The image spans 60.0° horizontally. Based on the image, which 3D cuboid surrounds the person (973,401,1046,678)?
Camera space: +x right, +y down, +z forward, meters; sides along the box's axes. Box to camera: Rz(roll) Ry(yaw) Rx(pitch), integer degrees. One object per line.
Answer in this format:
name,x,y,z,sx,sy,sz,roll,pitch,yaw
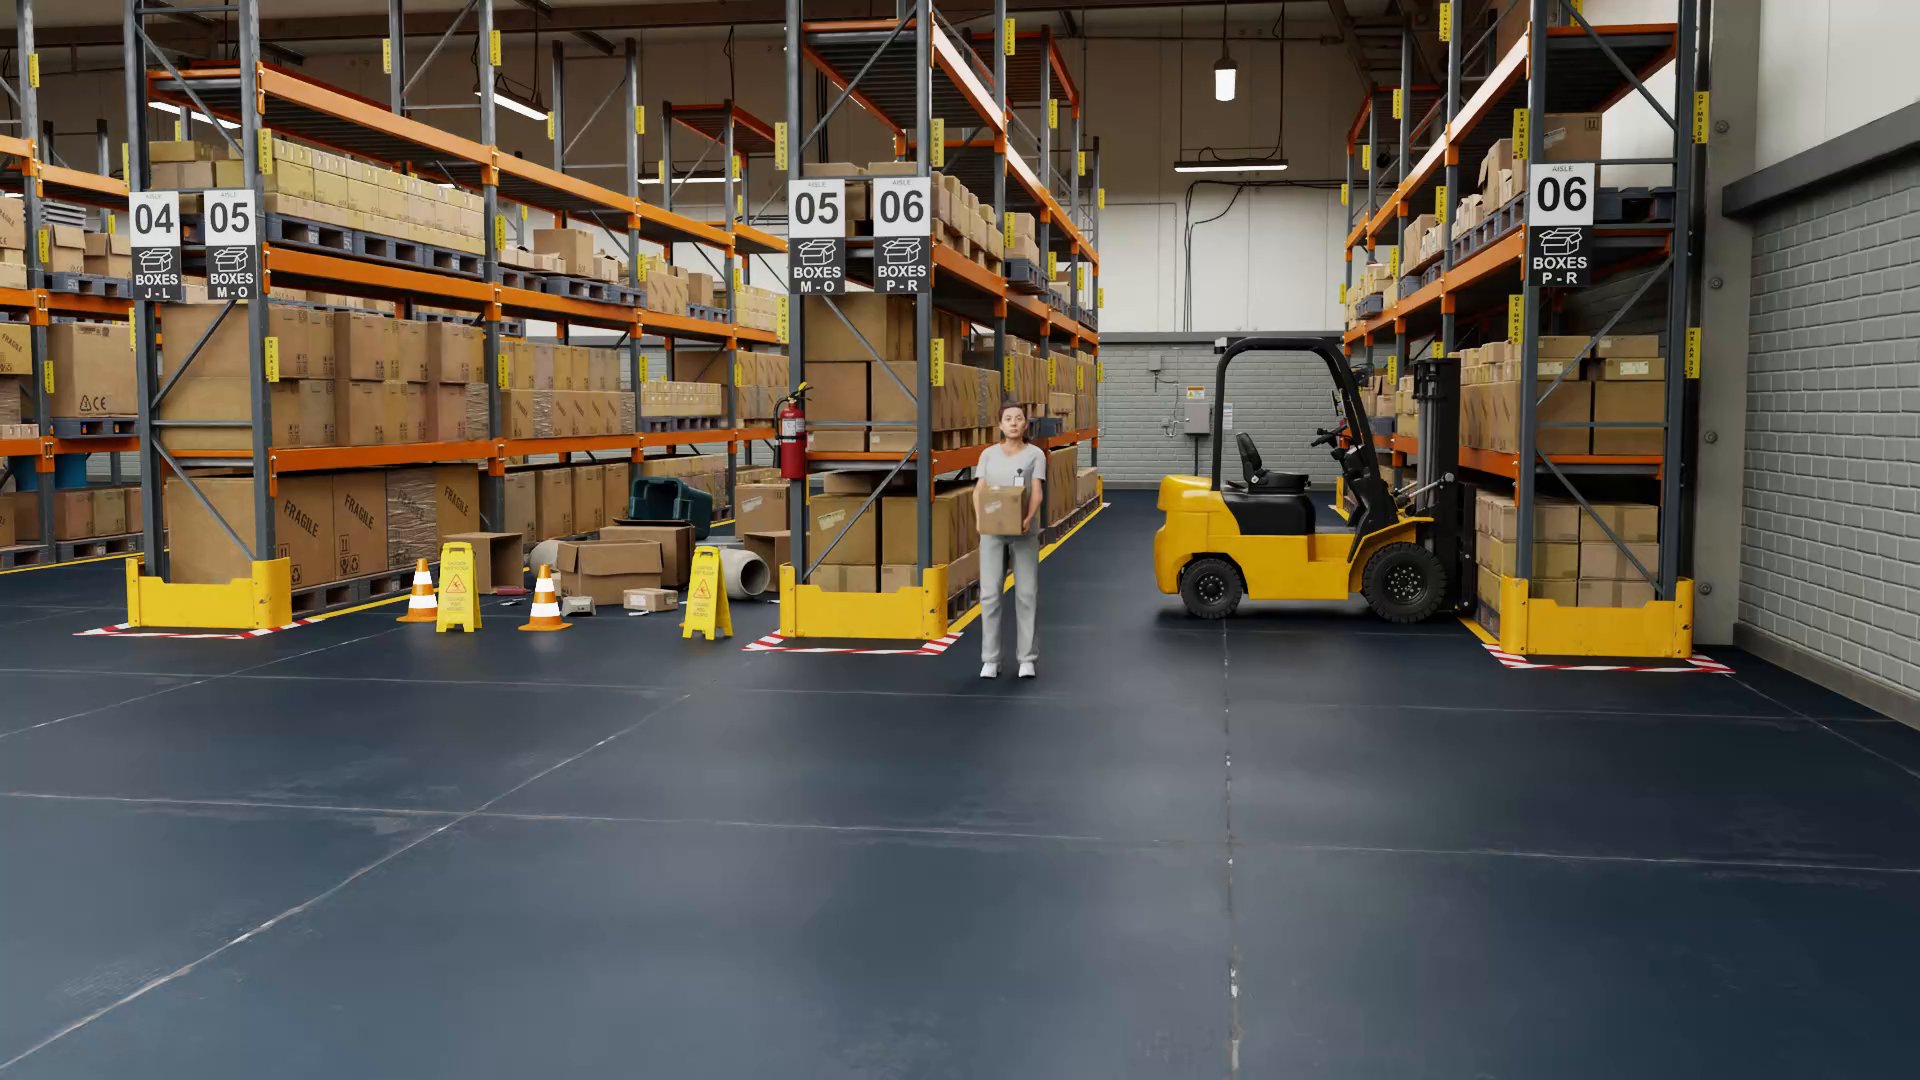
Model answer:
person,0.291,-0.007,10.030,0.436,1.664,0.558,1,5,10
